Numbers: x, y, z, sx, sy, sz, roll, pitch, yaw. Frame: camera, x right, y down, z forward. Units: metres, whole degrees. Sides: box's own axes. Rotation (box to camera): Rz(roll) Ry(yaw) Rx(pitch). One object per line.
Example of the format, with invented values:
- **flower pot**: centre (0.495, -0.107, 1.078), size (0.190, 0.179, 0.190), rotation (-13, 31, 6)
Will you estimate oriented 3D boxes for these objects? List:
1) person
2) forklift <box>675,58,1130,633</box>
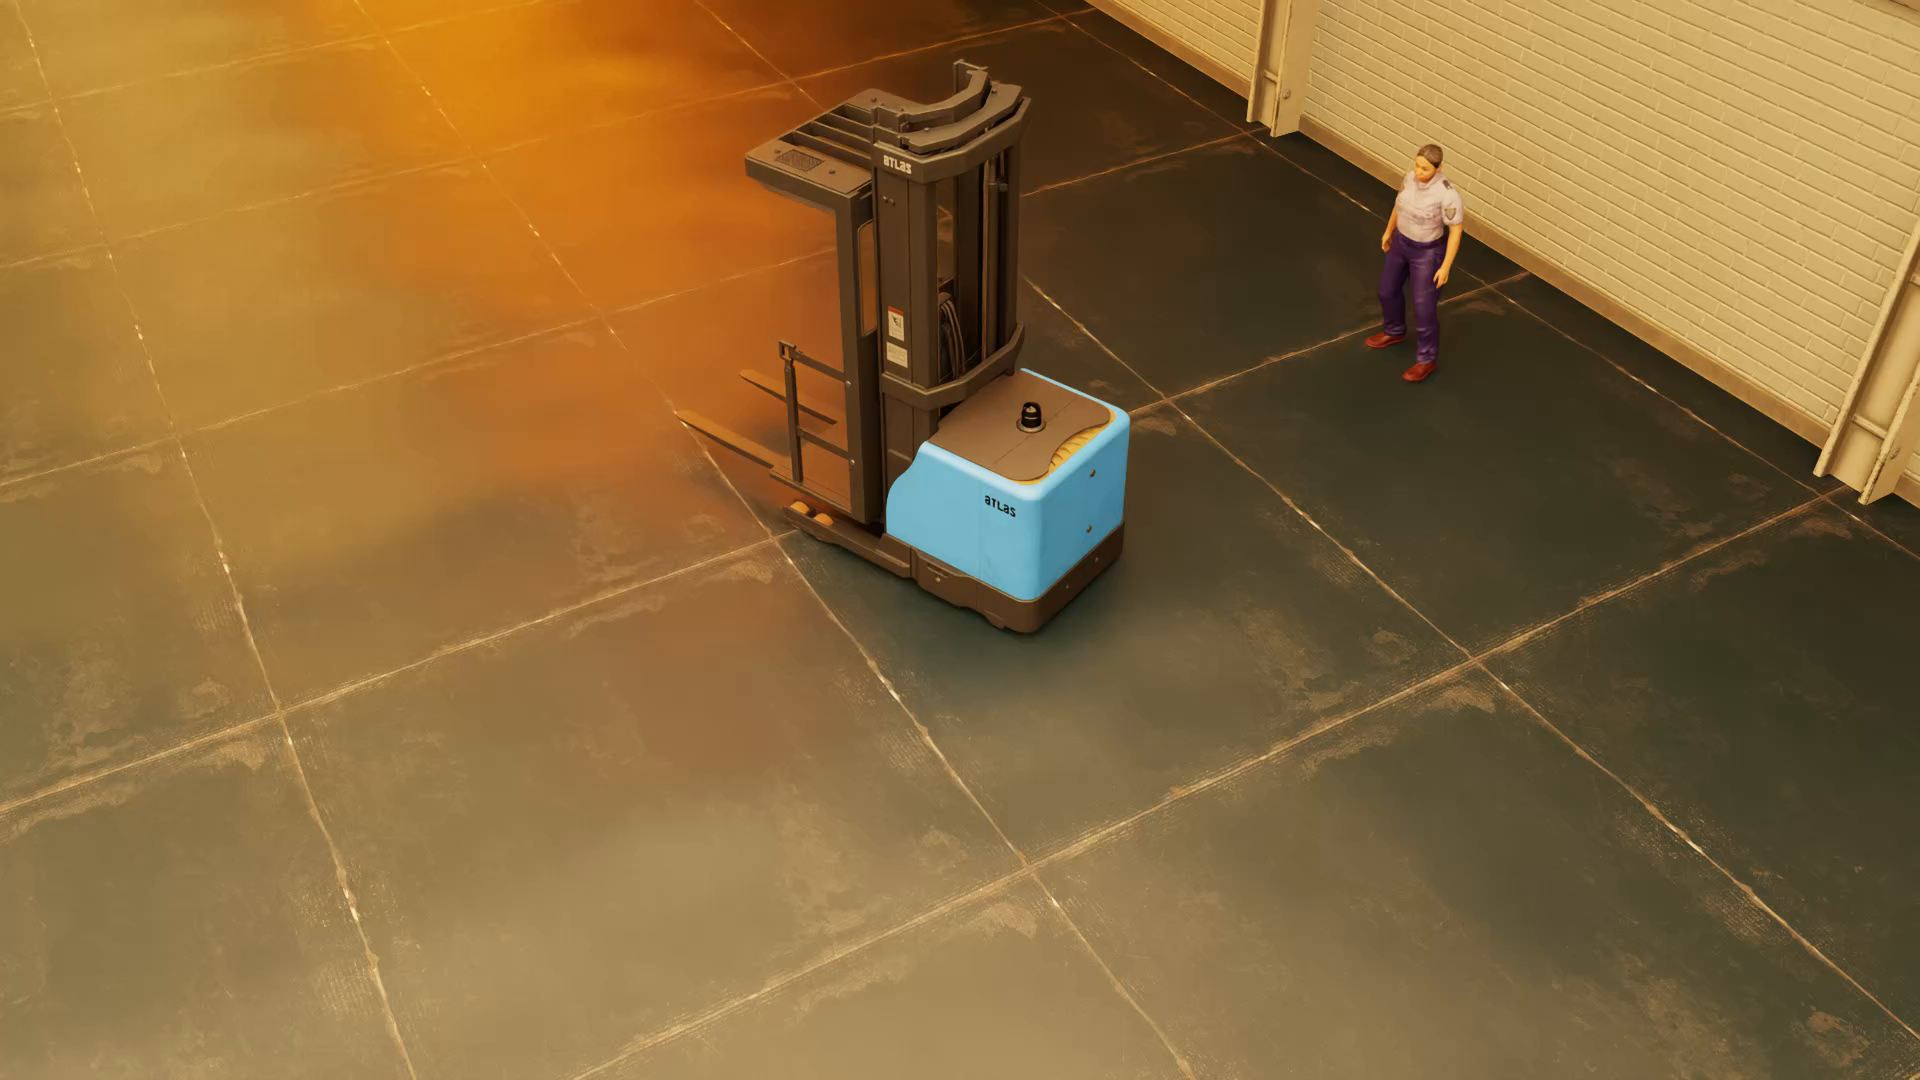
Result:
- **person**: centre (3.144, -1.966, 11.424), size (0.403, 1.637, 0.685), rotation (-22, 44, -24)
- **forklift**: centre (-0.481, -1.366, 9.683), size (3.031, 2.935, 1.130), rotation (26, 46, 28)
